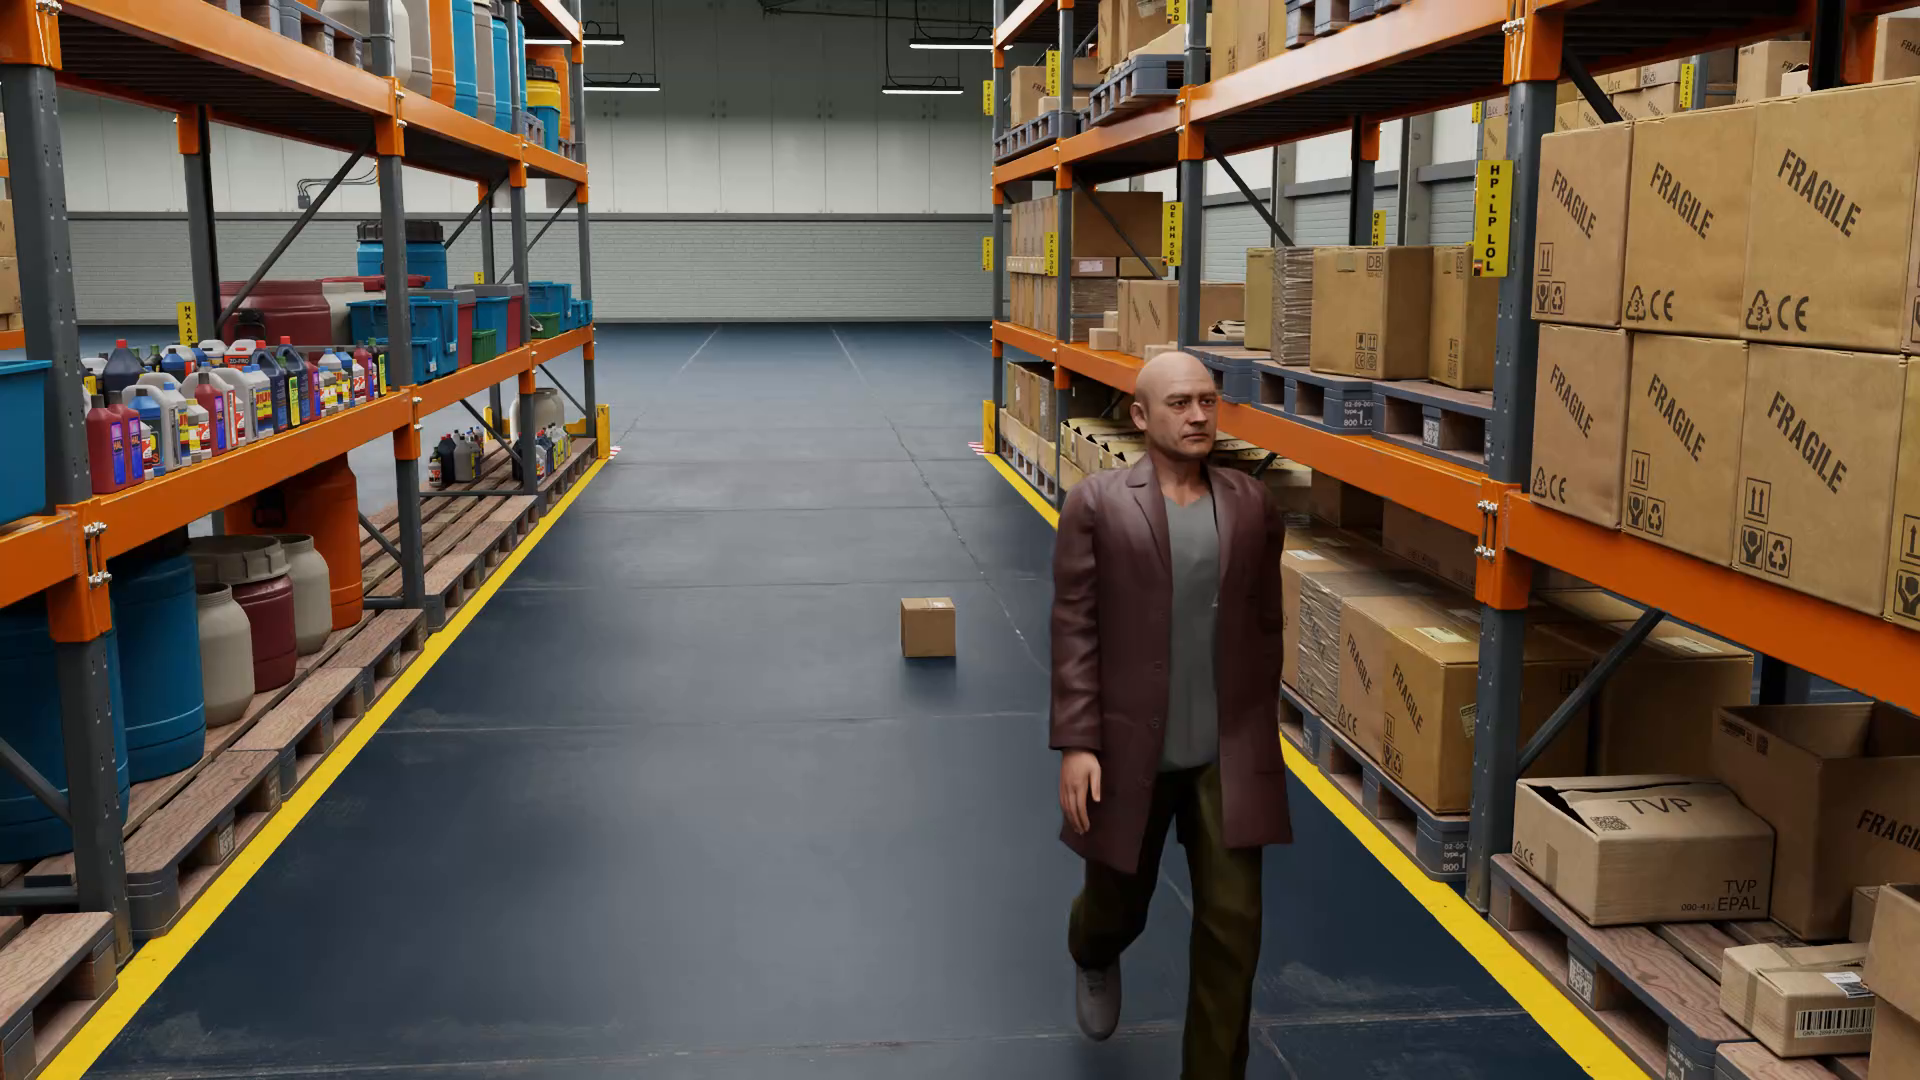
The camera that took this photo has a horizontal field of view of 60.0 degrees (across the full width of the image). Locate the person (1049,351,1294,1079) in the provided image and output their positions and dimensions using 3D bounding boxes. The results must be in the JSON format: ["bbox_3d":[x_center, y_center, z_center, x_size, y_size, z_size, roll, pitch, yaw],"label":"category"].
[{"bbox_3d":[0.470,0.449,3.778,0.565,1.745,0.912,-1,10,-4],"label":"person"}]
